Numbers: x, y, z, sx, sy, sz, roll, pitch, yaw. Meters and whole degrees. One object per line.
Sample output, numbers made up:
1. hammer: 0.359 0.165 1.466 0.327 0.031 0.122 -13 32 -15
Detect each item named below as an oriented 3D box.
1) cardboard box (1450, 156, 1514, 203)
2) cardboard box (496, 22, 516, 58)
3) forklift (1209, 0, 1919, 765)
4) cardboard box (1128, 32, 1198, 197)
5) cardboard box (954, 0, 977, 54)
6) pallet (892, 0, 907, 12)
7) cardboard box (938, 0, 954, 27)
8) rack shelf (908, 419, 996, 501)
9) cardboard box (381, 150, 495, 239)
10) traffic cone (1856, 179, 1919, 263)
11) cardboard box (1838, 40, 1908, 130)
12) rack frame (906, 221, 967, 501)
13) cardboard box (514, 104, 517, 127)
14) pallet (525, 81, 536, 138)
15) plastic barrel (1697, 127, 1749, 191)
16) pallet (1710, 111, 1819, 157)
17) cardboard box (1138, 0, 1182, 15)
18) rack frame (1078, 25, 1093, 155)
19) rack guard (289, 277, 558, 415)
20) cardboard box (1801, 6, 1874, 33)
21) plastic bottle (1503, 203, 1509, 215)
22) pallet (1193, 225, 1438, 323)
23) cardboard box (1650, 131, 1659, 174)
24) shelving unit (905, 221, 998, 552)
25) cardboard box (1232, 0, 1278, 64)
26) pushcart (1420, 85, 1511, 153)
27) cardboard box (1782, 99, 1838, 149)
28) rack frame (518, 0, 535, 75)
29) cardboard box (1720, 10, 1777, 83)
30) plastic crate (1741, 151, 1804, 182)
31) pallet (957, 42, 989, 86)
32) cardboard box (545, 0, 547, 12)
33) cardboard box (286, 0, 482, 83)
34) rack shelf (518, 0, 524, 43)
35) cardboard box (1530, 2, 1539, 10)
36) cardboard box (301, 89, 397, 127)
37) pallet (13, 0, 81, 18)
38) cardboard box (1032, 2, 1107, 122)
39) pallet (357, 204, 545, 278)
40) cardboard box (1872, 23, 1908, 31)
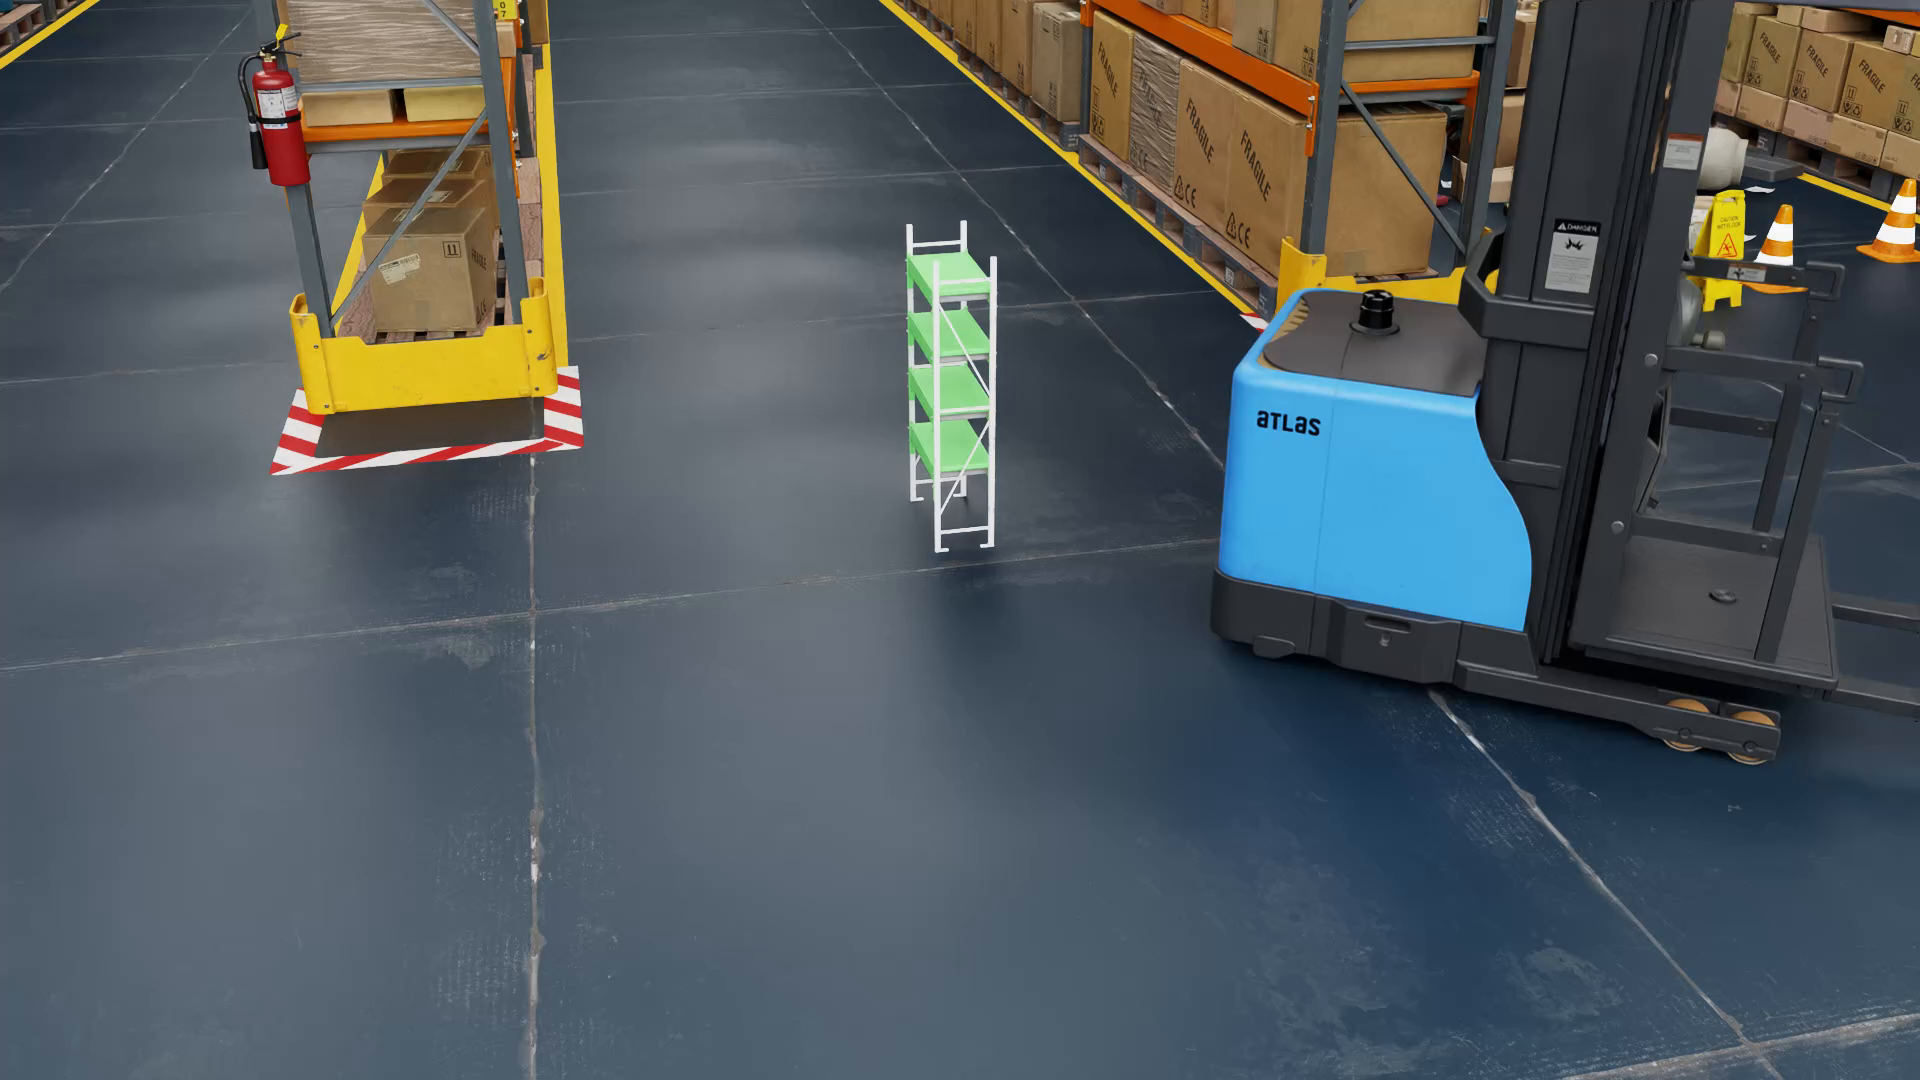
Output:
1. cardboard box: 3.571 -2.460 11.329 0.396 0.266 0.258 -1 27 -3
2. cardboard box: -2.640 -2.738 9.125 0.380 0.149 0.250 -6 27 -12
3. forklift: 2.464 -0.862 5.206 3.031 2.935 1.130 11 29 20
4. cardboard box: 1.670 -2.809 10.878 0.875 0.875 0.875 -6 27 -11
5. cardboard box: 0.538 -4.911 15.181 1.050 0.750 0.750 -6 27 -12
6. pallet: -0.236 -6.174 18.747 1.003 0.211 1.213 -6 27 -12
7. cardboard box: 0.085 -5.338 16.305 0.500 0.500 0.500 -6 27 -12
8. rack shelf: -0.037 -0.337 6.761 0.258 0.148 0.480 -6 27 -12
9. cardboard box: -2.979 -1.916 9.525 0.500 0.500 0.500 -3 27 -7
10. traffic cone: 5.737 -1.964 10.129 0.336 0.463 0.334 -6 27 -12
11. cardboard box: 6.429 -3.110 11.336 0.500 0.500 0.500 -7 28 -13
12. rack frame: -0.092 -0.715 6.836 0.240 1.200 0.015 -6 27 -12
13. cardboard box: -3.672 -3.352 12.349 0.700 0.500 0.500 -6 27 -12
14. pallet: -3.921 -3.422 13.296 1.003 0.211 1.213 -6 27 -12
15. plastic barrel: 5.151 -2.642 11.515 0.512 0.421 0.421 13 30 24
16. pallet: 6.375 -3.259 12.973 1.003 0.211 1.213 -6 27 -12
17. cardboard box: 1.637 -3.666 10.518 0.875 0.550 0.550 -6 27 -12
18. rack frame: 1.390 -4.248 11.838 1.000 3.000 0.127 -6 27 -12
19. rack guard: -2.581 -0.950 8.078 1.175 0.500 0.348 -6 27 -12
20. cardboard box: 6.210 -3.689 11.763 0.380 0.149 0.250 -4 27 -9
21. plastic bottle: 3.691 -2.175 10.991 0.133 0.061 0.283 -16 31 -29
22. pallet: 2.035 -1.590 9.667 1.003 0.211 1.213 -6 27 -12
23. cardboard box: 4.229 -2.439 11.023 0.637 0.503 0.797 19 32 32
24. shelving unit: -0.037 -0.608 6.624 0.258 1.200 0.503 -6 27 -12
25. cardboard box: 2.018 -2.957 9.112 0.875 0.550 0.550 -6 27 -12
26. pushcart: 3.979 -3.371 13.010 1.648 0.377 0.936 -16 31 -29
27. cardboard box: 6.313 -3.003 11.956 0.500 0.250 0.500 -6 27 -12
28. rack frame: -4.367 -5.545 14.407 1.000 3.000 0.127 -6 27 -12
29. cardboard box: 6.059 -3.804 12.710 0.500 0.500 0.500 -5 27 -9
30. plastic crate: 5.744 -2.719 12.049 0.402 0.080 0.583 -16 31 -29
31. pallet: 0.592 -4.406 15.244 1.003 0.211 1.213 -6 27 -12
32. cardboard box: -4.902 -5.869 16.940 1.225 0.875 0.875 -7 28 -13
33. cardboard box: -2.661 -2.455 7.843 0.875 0.500 0.500 -6 27 -12
34. rack shelf: -3.916 -4.346 12.829 1.077 0.370 4.000 -6 27 -12
35. cardboard box: 5.745 -4.660 15.104 0.950 0.372 0.625 -5 27 -10
36. cardboard box: -2.829 -2.025 7.712 0.380 0.149 0.250 -6 27 -12
37. pallet: -10.297 -5.872 18.149 1.003 0.211 1.213 -6 27 -12
38. cardboard box: 1.162 -3.695 12.772 1.050 0.750 0.750 -6 27 -12
39. pallet: -3.001 -1.716 9.916 1.003 0.211 1.213 -6 27 -12
40. cardboard box: 6.817 -3.411 11.931 0.500 0.500 0.500 -5 27 -9
